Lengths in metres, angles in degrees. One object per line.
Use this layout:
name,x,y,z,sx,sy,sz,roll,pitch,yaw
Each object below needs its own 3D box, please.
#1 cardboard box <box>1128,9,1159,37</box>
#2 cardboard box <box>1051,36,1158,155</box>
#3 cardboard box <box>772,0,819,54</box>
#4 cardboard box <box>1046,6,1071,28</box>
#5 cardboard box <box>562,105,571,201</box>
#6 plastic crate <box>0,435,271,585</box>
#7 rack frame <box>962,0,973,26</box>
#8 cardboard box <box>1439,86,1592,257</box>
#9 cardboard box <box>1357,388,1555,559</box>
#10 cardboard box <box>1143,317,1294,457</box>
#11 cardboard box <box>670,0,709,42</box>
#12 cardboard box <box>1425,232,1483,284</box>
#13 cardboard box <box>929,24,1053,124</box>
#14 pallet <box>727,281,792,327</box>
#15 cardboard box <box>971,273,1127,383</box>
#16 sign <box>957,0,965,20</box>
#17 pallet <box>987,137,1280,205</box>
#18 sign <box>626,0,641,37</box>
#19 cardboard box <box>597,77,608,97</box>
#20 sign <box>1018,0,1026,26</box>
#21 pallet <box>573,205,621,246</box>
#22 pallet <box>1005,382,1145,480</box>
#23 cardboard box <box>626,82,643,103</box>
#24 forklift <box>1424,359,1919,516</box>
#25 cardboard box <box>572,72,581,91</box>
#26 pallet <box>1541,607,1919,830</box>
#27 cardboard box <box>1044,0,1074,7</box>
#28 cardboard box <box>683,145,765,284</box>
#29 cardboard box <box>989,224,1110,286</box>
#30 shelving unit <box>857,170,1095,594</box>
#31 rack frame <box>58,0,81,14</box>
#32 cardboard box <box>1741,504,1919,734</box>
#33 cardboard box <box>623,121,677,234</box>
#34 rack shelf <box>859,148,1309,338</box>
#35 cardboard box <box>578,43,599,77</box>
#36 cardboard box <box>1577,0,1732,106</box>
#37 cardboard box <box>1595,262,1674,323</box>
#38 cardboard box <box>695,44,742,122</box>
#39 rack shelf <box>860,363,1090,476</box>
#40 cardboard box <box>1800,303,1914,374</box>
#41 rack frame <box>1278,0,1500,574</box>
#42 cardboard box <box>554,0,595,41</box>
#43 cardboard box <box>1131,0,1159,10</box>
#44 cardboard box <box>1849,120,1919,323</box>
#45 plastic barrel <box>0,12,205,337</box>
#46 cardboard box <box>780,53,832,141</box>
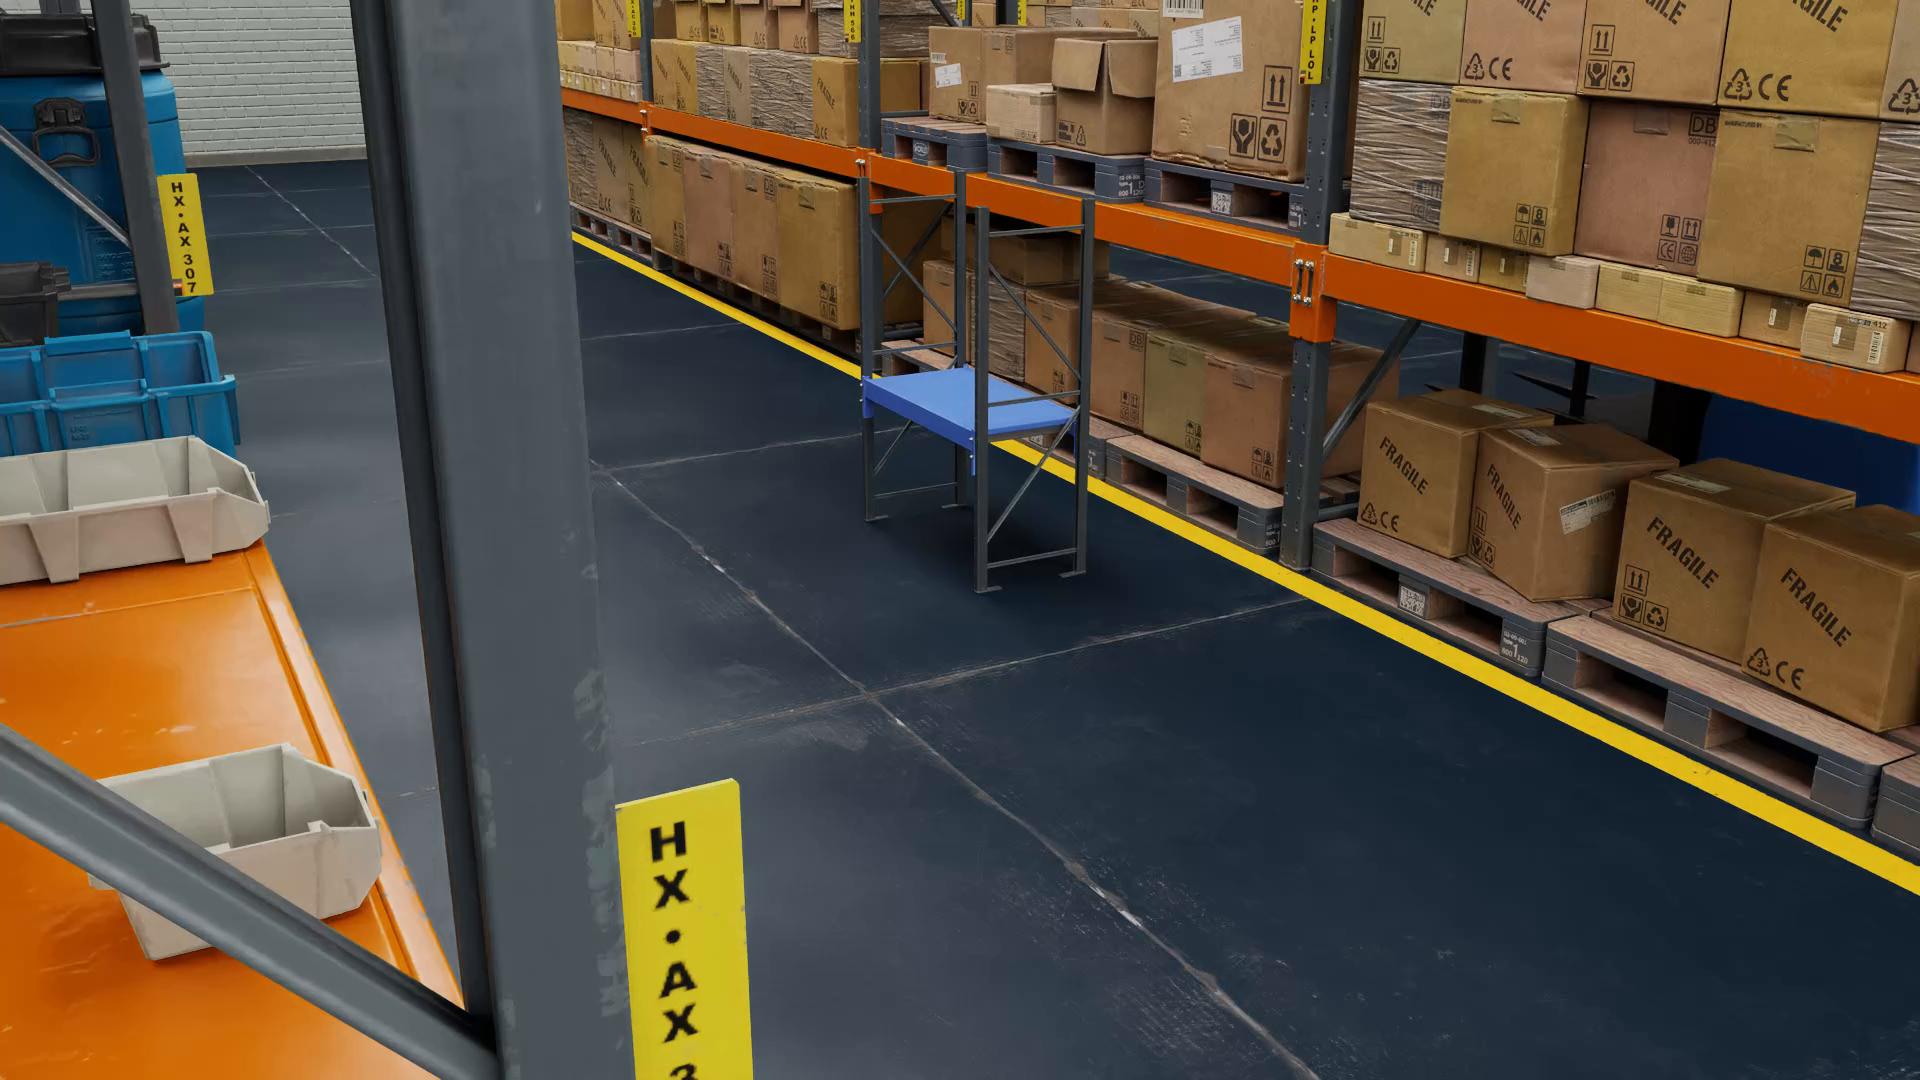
cardboard box,1.913,-4.695,15.529,0.500,0.500,0.500,-10,21,-27
cardboard box,0.873,-2.107,7.836,0.797,0.503,0.637,-8,20,-21
cardboard box,-0.762,-3.446,10.827,0.797,0.503,0.637,-9,21,-25
cardboard box,1.207,-5.139,16.815,0.500,0.500,0.500,-11,22,-28
cardboard box,-3.547,-3.844,16.285,0.875,0.875,0.875,-10,21,-27
plastic crate,-1.588,-0.057,3.103,0.530,0.136,0.437,-10,21,-27
rack frame,0.492,-5.560,18.646,1.000,3.000,0.127,-10,21,-27
cardboard box,2.143,-1.276,5.622,0.875,0.500,0.500,-10,21,-27
cardboard box,1.932,-0.272,6.509,0.500,0.500,0.500,-11,22,-28
cardboard box,1.295,-0.722,7.782,0.700,0.500,0.500,-10,21,-27
cardboard box,-1.711,-4.012,12.468,0.797,0.503,0.637,-11,22,-28
cardboard box,1.865,-1.008,5.838,0.380,0.149,0.250,-10,21,-27
cardboard box,0.169,-2.621,9.332,0.500,0.500,0.500,-13,23,-33
pallet,-1.006,-1.794,12.007,1.003,0.211,1.213,-10,21,-27
cardboard box,0.488,-1.204,9.180,0.700,0.500,0.500,-12,22,-31
sign,0.014,-5.885,18.261,0.100,0.325,0.005,-10,21,-27
pallet,0.854,-1.872,8.251,1.003,0.211,1.213,-10,21,-27
sign,-2.509,-4.033,12.771,0.100,0.325,0.005,-10,21,-27
cardboard box,-2.821,-3.812,13.965,0.380,0.149,0.250,-10,21,-26
sign,0.351,-3.121,9.924,0.100,0.325,0.005,-10,21,-27
pallet,-2.897,-2.935,15.315,1.003,0.211,1.213,-10,21,-27
pallet,0.823,-0.632,8.639,1.003,0.211,1.213,-10,21,-27
cardboard box,-2.455,-3.591,13.324,0.380,0.149,0.250,-10,21,-26
forklift,3.412,-1.610,7.304,1.130,2.935,3.031,-9,21,-23
cardboard box,-3.185,-4.033,14.605,0.380,0.149,0.250,-10,21,-26
pallet,2.710,0.480,5.416,1.003,0.211,1.213,-10,21,-27
cardboard box,1.189,-5.608,16.644,0.500,0.500,0.500,-11,22,-28
cardboard box,-1.275,-2.430,12.188,1.225,0.875,0.875,-11,22,-29
cardboard box,0.483,-1.567,9.081,0.500,0.250,0.500,-7,20,-21
shelving unit,0.041,-0.684,6.816,0.538,1.500,1.048,-10,21,-27
rack frame,-4.481,-1.757,7.625,1.000,3.000,0.127,-10,21,-27
cardboard box,2.800,0.225,5.070,0.500,0.500,0.500,-8,21,-22
cardboard box,-2.265,-3.069,14.039,0.875,0.875,0.875,-10,21,-27
rack shelf,0.827,-1.610,8.302,1.077,0.370,4.000,-10,21,-27
cardboard box,-2.953,-4.123,14.255,0.500,0.250,0.500,-10,21,-26
cardboard box,2.243,-1.581,4.973,0.500,0.500,0.500,-10,21,-27
cardboard box,2.230,-0.794,5.219,0.380,0.149,0.250,-10,21,-27
cardboard box,-1.547,-3.261,11.830,0.500,0.500,0.500,-11,22,-28
rack shelf,0.041,-0.514,6.874,0.538,0.185,1.000,-10,21,-27
cardboard box,2.555,-0.573,4.579,0.380,0.149,0.250,-10,21,-27
rack frame,1.777,-1.376,6.521,1.000,3.000,0.127,-10,21,-27
cardboard box,-3.442,-4.774,14.993,0.500,0.500,0.500,-11,22,-28
cardboard box,1.930,-5.165,15.360,0.500,0.500,0.500,-11,22,-29
cardboard box,2.897,-0.853,4.395,0.875,0.500,0.500,-10,21,-27
plastic barrel,-2.499,-1.004,4.673,0.600,0.901,0.708,-10,21,-27
cardboard box,-0.806,-2.819,10.549,0.500,0.500,0.500,-10,22,-27
